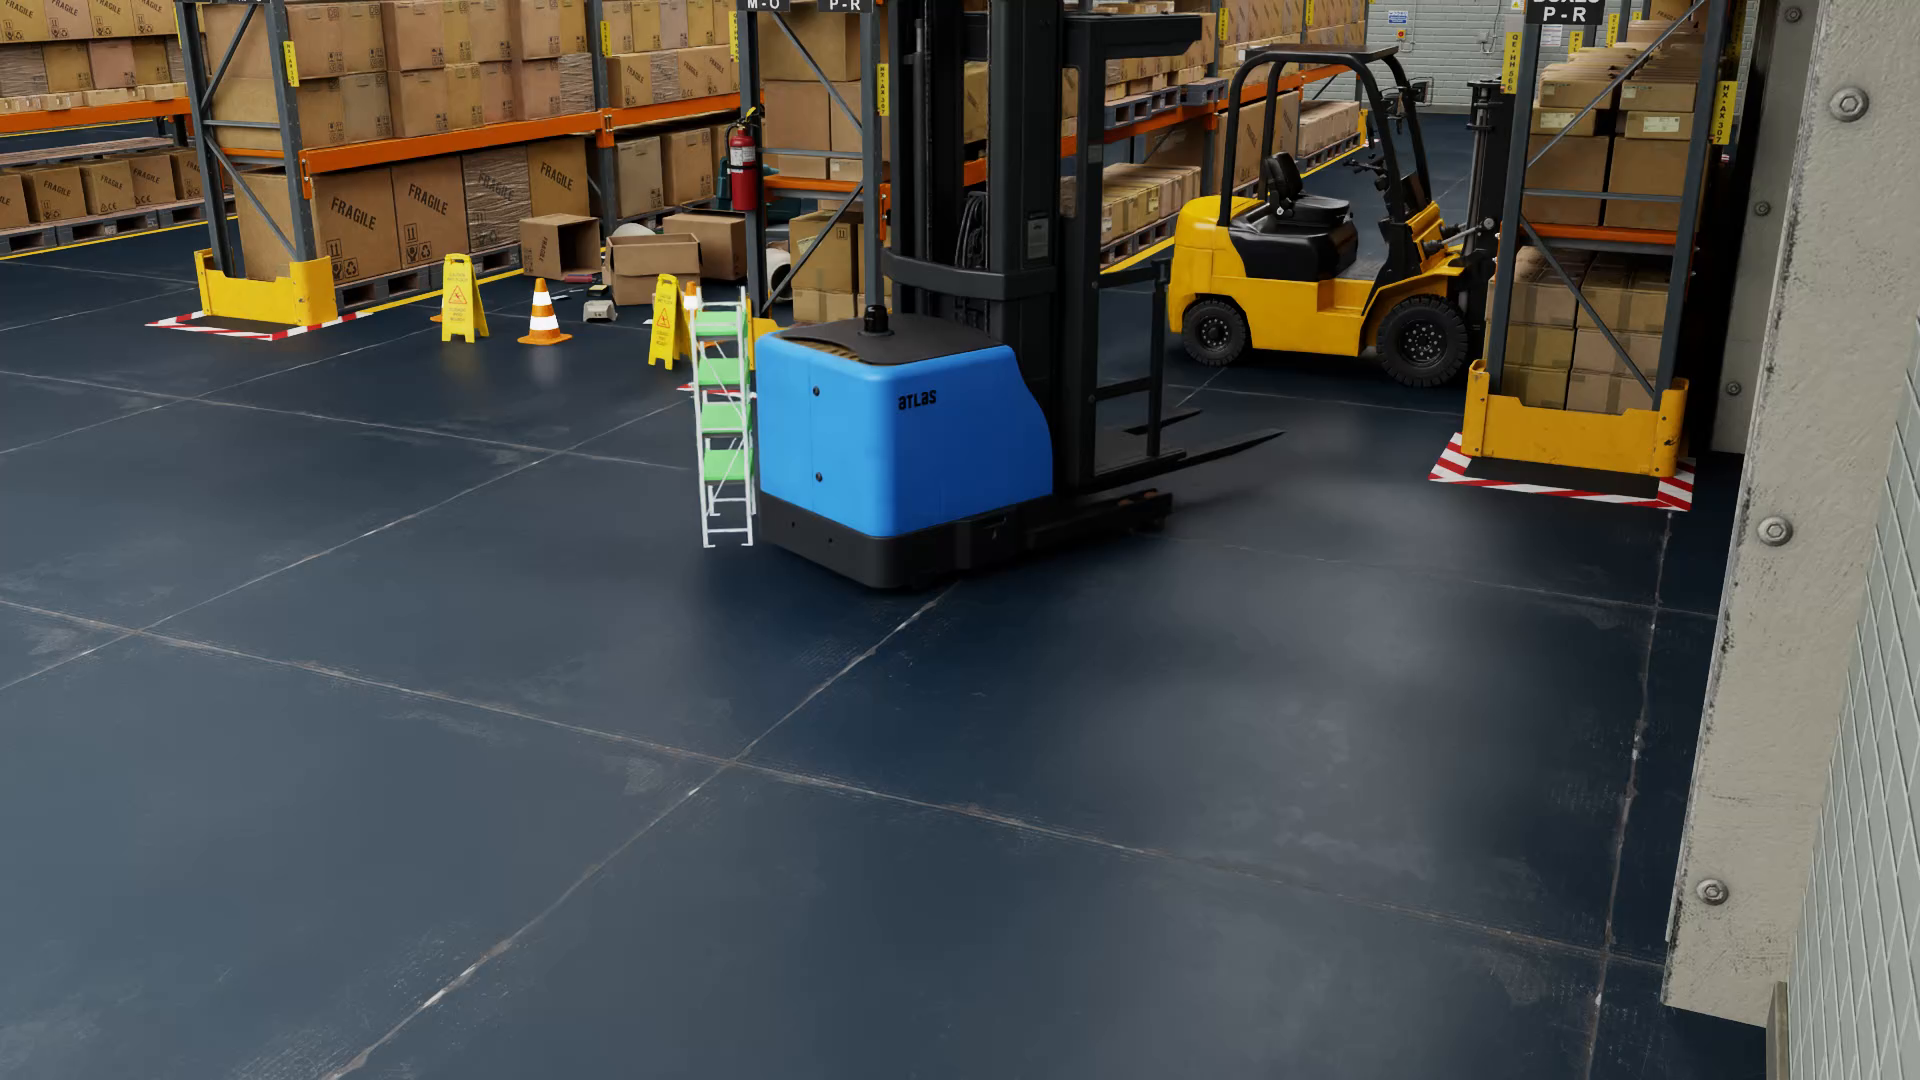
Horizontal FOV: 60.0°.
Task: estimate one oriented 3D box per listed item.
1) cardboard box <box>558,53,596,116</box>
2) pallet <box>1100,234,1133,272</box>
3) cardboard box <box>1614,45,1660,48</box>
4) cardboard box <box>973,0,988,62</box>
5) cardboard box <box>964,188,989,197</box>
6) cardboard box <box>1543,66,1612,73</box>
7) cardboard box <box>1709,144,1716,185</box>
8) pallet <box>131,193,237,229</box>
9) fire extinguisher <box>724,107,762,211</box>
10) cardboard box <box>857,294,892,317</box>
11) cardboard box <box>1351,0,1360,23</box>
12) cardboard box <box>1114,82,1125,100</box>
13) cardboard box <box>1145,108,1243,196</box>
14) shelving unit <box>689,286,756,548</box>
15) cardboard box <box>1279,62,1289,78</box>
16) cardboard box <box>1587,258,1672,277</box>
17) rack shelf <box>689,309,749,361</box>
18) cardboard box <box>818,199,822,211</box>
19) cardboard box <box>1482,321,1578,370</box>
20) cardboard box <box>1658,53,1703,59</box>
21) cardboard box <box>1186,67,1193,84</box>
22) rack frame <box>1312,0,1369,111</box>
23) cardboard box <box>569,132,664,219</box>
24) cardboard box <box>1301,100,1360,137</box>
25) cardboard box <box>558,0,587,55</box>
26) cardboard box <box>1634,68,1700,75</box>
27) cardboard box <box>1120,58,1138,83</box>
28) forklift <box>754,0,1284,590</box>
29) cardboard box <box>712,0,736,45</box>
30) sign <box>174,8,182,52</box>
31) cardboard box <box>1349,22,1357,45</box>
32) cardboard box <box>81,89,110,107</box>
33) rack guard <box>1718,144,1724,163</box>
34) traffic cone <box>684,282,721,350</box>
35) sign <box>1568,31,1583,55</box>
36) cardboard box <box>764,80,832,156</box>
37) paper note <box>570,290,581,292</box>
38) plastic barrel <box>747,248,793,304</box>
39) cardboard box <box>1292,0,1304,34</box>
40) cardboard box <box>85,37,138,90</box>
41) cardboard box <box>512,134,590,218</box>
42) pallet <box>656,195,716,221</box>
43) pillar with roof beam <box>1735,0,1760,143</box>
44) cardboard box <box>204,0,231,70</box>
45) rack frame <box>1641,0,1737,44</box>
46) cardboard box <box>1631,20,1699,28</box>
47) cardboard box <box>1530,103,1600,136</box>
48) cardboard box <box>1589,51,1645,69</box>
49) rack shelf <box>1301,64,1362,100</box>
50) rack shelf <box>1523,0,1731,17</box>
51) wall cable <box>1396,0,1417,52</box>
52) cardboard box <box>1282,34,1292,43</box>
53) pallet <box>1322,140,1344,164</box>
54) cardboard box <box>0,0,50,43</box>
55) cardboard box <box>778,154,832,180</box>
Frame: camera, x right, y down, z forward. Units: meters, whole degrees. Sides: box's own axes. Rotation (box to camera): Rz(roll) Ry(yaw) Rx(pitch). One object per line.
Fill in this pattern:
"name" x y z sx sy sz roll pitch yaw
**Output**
"cardboard box" -4.051 -4.403 16.013 0.875 0.550 0.550 9 21 23
"pallet" 0.964 -2.723 15.674 1.003 0.211 1.213 9 21 23
"cardboard box" 6.225 -4.473 15.317 0.380 0.149 0.250 9 22 24
"cardboard box" -0.191 -4.049 13.156 0.700 0.500 0.500 8 21 22
"cardboard box" 0.235 -2.525 13.312 0.500 0.500 0.500 10 22 26
"cardboard box" 3.823 -2.851 10.312 0.380 0.149 0.250 9 22 24
"cardboard box" 4.832 -2.683 11.249 0.500 0.500 0.500 8 21 21
"pallet" -8.637 -3.635 18.236 1.003 0.211 1.213 9 21 23
"fire extinguisher" -1.459 -2.568 11.191 0.296 0.674 0.183 9 21 23
"cardboard box" -0.409 -1.687 12.075 0.500 0.250 0.500 8 21 22
"cardboard box" 5.393 -7.641 23.700 0.500 0.500 0.500 9 21 23
"cardboard box" 1.271 -4.079 15.073 0.380 0.149 0.250 9 21 24
"cardboard box" 2.643 -4.418 18.822 0.875 0.875 0.875 8 21 22
"shelving unit" -1.171 -0.615 8.268 0.258 1.200 0.503 -2 20 -4
"cardboard box" 3.759 -5.846 20.518 0.500 0.250 0.500 8 21 22
"cardboard box" 4.109 -1.544 10.180 0.500 0.250 0.500 9 21 23
"rack shelf" -1.173 -1.007 8.128 0.258 0.148 0.480 -2 20 -4
"cardboard box" -0.990 -3.213 15.490 0.500 0.500 0.500 9 21 23
"cardboard box" 3.453 -1.226 10.032 0.500 0.250 0.500 8 21 22
"cardboard box" 5.085 -3.319 11.626 0.380 0.149 0.250 8 21 22
"cardboard box" 2.149 -4.718 16.869 0.380 0.149 0.250 7 21 20
"rack frame" 5.561 -7.467 24.852 1.000 3.000 0.127 9 21 23
"cardboard box" -3.739 -3.787 17.234 1.050 0.750 0.750 8 21 22
"cardboard box" 5.381 -6.242 24.605 0.875 0.438 0.875 8 21 21
"cardboard box" -4.093 -4.918 15.850 0.875 0.550 0.550 9 21 23
"cardboard box" 4.304 -2.778 10.105 0.380 0.149 0.250 9 22 24
"cardboard box" 1.305 -4.441 15.123 0.500 0.500 0.500 9 21 23
"forklift" 0.462 -1.541 8.291 3.031 2.935 1.130 -16 25 -38
"cardboard box" -2.880 -5.740 18.354 0.700 0.500 0.500 8 21 22
"sign" -6.038 -3.960 12.909 0.100 0.325 0.005 9 21 23
"cardboard box" 5.385 -7.179 23.892 0.500 0.500 0.500 8 21 22
"cardboard box" -8.842 -4.478 16.820 0.380 0.149 0.250 9 21 23
"rack guard" 10.059 -5.586 23.293 1.175 0.500 0.348 9 21 23
"traffic cone" -1.992 -1.689 12.391 0.336 0.463 0.334 9 21 23
"sign" 4.678 -3.698 12.645 0.100 0.325 0.005 9 21 23
"cardboard box" -1.021 -2.967 11.605 0.500 0.500 0.500 8 21 22
"paper note" -3.317 -2.156 14.380 0.123 0.001 0.032 -14 24 -33
"plastic barrel" -1.527 -2.201 13.890 0.421 0.421 0.512 -9 22 -24
"cardboard box" 3.969 -6.591 20.748 0.500 0.500 0.500 9 22 24
"cardboard box" -8.985 -4.902 17.046 0.875 0.500 0.500 9 21 23
"cardboard box" -4.232 -3.461 16.132 0.875 0.875 0.875 9 21 24
"pallet" -3.165 -3.754 18.572 1.003 0.211 1.213 9 21 23
"pillar with roof beam" 8.089 -10.905 25.565 9.100 9.000 0.400 9 21 23
"cardboard box" -7.941 -5.863 18.818 1.000 1.000 1.000 9 21 23
"rack frame" 8.452 -5.564 19.501 1.000 3.000 0.127 9 21 23
"cardboard box" 8.050 -5.692 19.085 0.700 0.500 0.500 9 22 24
"cardboard box" 3.425 -2.393 9.467 0.380 0.149 0.250 9 21 23
"cardboard box" 4.654 -3.383 11.808 0.380 0.149 0.250 8 21 22
"rack shelf" 4.742 -6.517 23.253 1.077 0.370 4.000 9 21 23
"rack shelf" 4.358 -3.582 10.524 1.077 0.370 4.000 9 21 23
"wall cable" 7.848 -9.687 29.532 0.585 1.953 0.123 9 21 23
"cardboard box" 3.766 -6.087 20.449 0.500 0.250 0.500 9 22 24
"pallet" 4.804 -5.526 23.556 1.003 0.211 1.213 9 21 23
"cardboard box" -9.144 -5.030 15.913 0.500 0.500 0.500 9 21 23
"cardboard box" -1.033 -2.601 11.544 0.380 0.149 0.250 9 22 25
